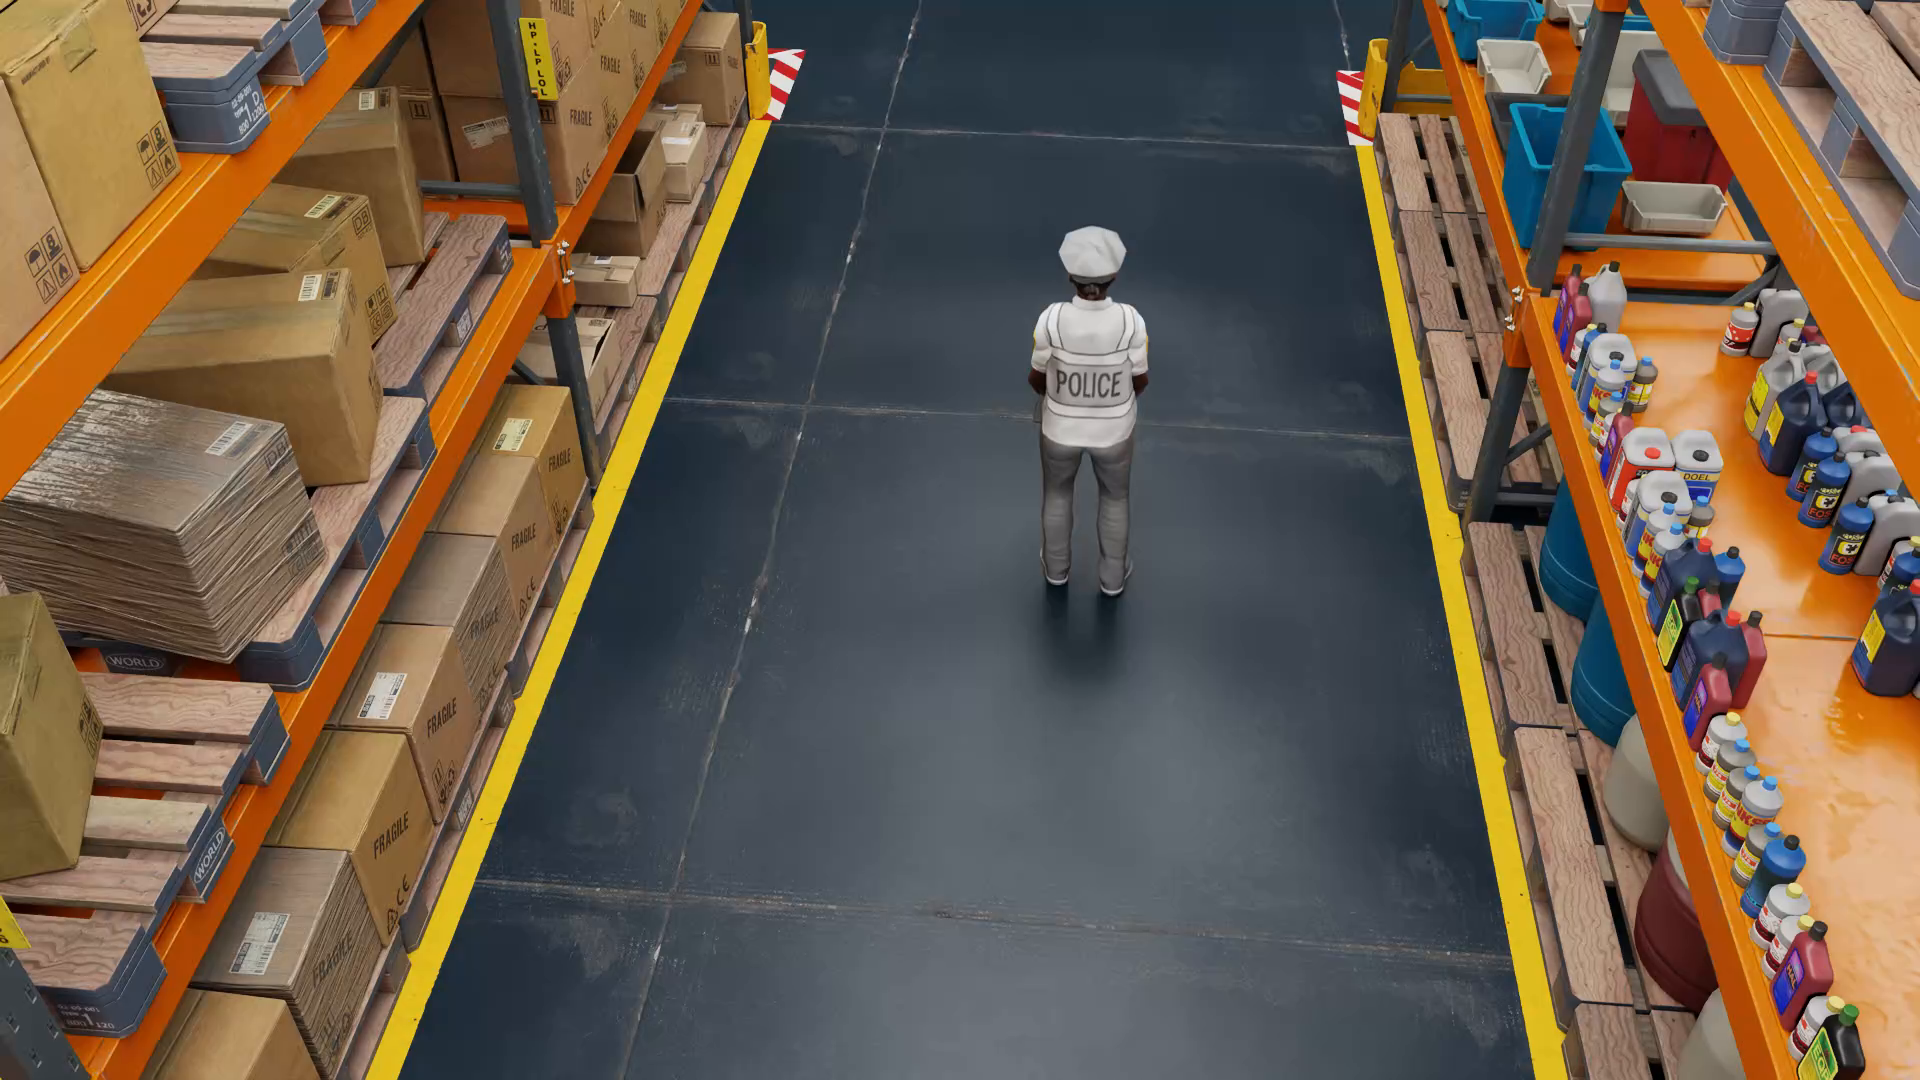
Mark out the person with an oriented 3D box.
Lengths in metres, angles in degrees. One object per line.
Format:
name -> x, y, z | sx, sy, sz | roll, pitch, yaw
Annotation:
person -> 0.510, -0.484, 6.710 | 0.481, 1.682, 0.421 | 3, 40, 3
